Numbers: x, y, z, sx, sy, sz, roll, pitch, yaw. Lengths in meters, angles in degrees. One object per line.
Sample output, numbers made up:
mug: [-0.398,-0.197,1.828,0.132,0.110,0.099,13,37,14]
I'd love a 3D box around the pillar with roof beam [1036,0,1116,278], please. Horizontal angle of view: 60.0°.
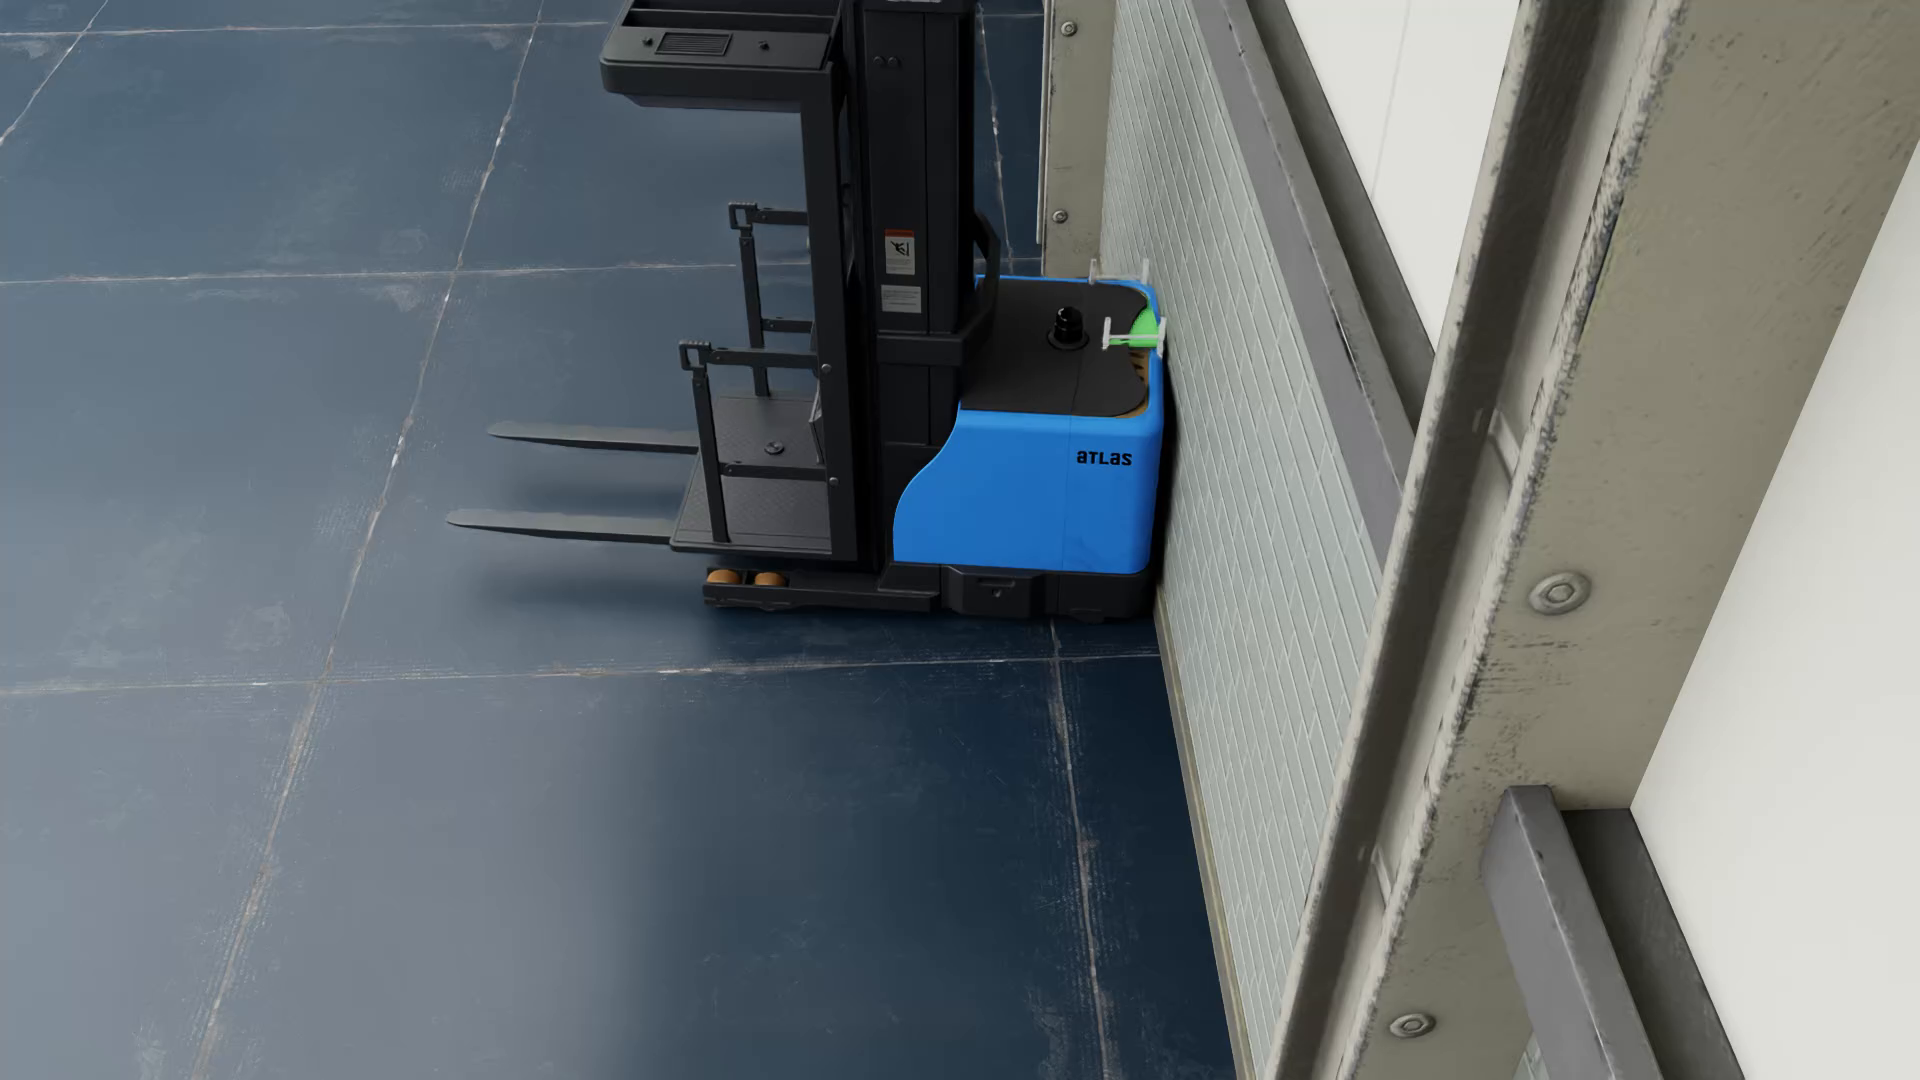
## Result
pillar with roof beam: [-3.715,-4.738,5.909,9.100,9.000,0.400,-2,43,-2]

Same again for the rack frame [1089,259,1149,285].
rack frame: [0.650,-0.685,7.277,0.240,1.200,0.015,-1,37,-3]

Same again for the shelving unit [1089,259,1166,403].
shelving unit: [0.663,-0.538,7.083,0.258,1.200,0.503,-1,37,-3]

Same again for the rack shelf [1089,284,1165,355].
rack shelf: [0.673,-0.870,6.832,0.258,0.148,0.480,-1,37,-3]

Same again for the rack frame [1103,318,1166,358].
rack frame: [0.675,-0.390,6.889,0.240,1.200,0.015,-1,37,-3]

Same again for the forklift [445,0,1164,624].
forklift: [-0.681,-1.135,6.468,3.031,2.935,1.130,3,43,4]
